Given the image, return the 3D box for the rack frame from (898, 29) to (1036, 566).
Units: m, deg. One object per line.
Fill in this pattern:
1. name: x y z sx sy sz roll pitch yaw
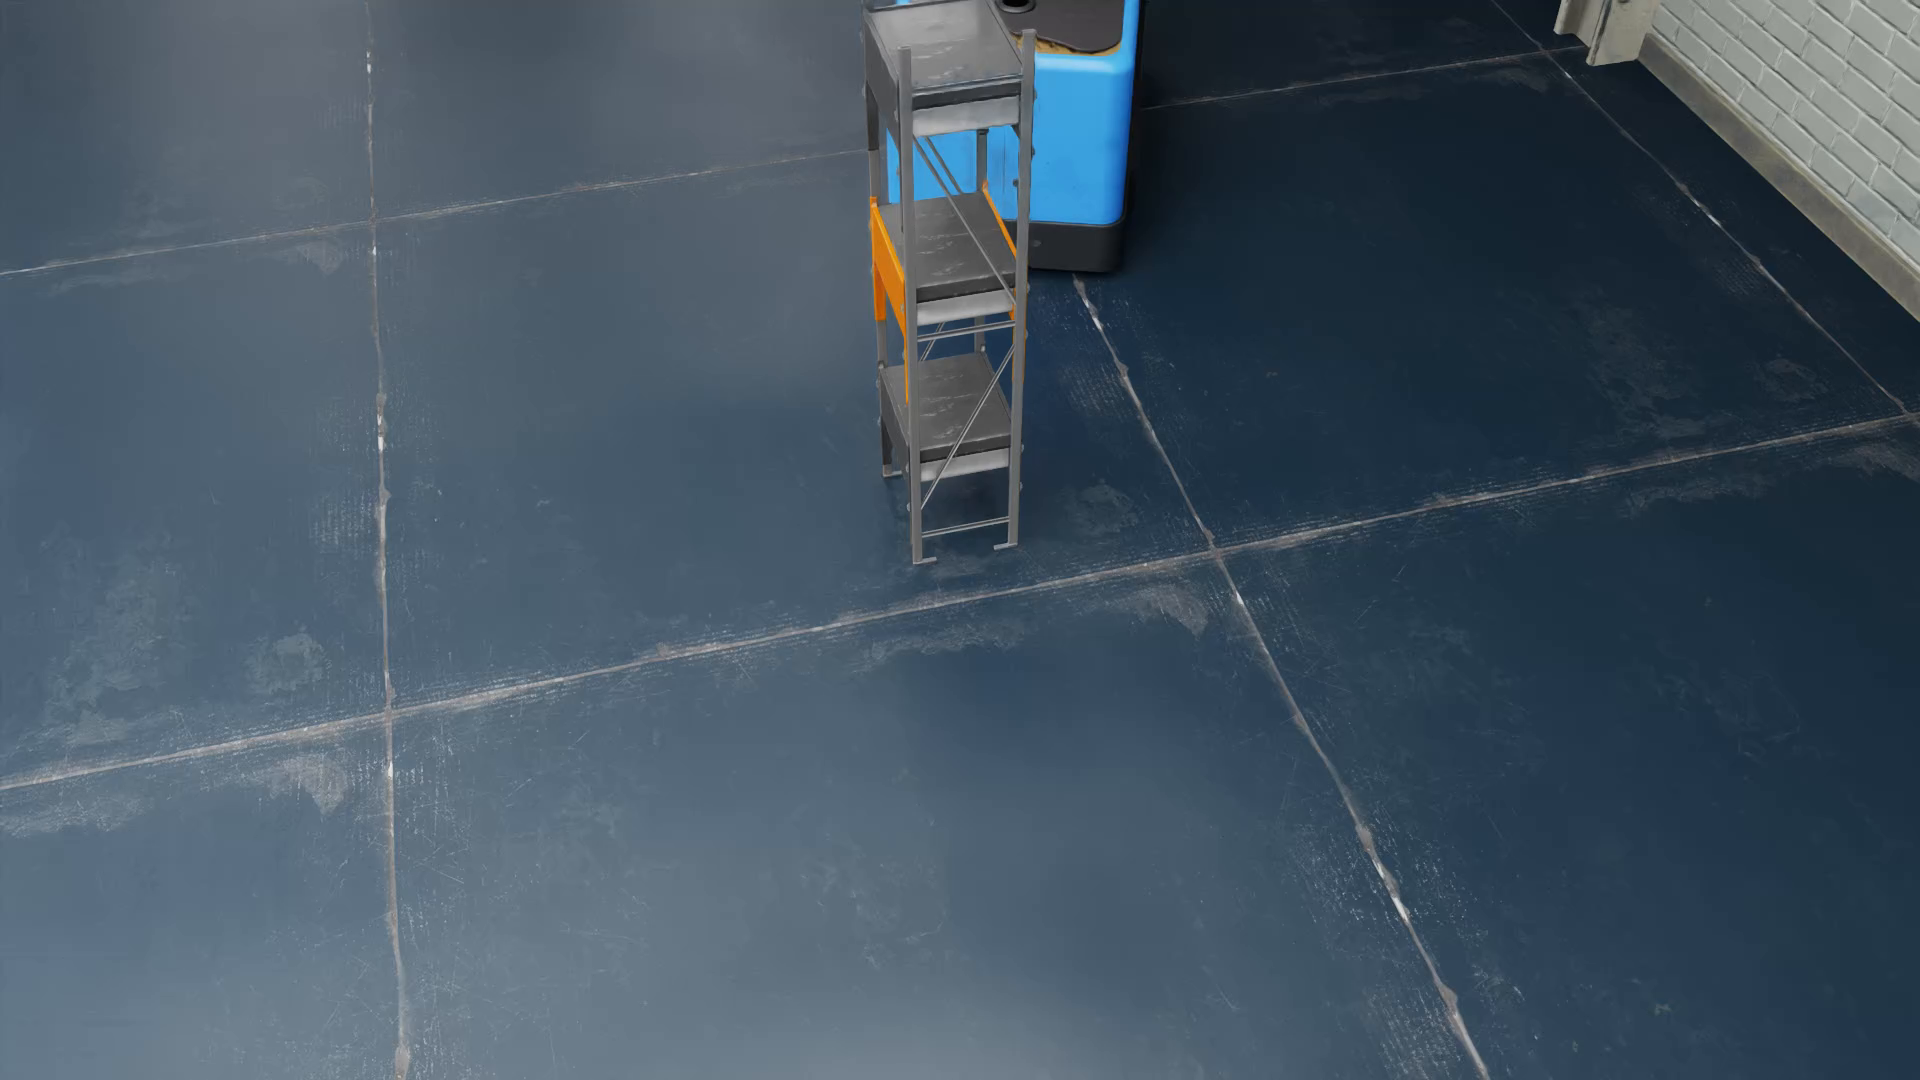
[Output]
1. rack frame: 0.020 -0.681 5.447 0.400 2.100 0.015 -11 47 -10

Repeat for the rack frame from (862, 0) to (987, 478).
1. rack frame: -0.105 -1.018 5.777 0.400 2.100 0.015 -11 47 -10

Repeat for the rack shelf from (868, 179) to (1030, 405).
1. rack shelf: -0.042 -0.840 5.622 0.431 0.518 0.480 -11 47 -10

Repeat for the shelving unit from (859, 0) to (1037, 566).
1. shelving unit: -0.042 -0.849 5.612 0.431 2.100 0.503 -11 47 -10

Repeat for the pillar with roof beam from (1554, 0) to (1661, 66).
1. pillar with roof beam: -0.774 -4.999 4.848 9.100 9.000 0.400 -11 47 -10

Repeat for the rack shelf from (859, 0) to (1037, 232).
1. rack shelf: -0.042 -1.330 5.122 0.431 0.518 0.480 -11 47 -10

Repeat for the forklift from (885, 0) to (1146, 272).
1. forklift: 0.355 -3.259 7.392 1.130 2.935 3.031 5 46 5

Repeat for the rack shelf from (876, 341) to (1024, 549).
1. rack shelf: -0.042 -0.350 6.122 0.431 0.518 0.480 -11 47 -10
